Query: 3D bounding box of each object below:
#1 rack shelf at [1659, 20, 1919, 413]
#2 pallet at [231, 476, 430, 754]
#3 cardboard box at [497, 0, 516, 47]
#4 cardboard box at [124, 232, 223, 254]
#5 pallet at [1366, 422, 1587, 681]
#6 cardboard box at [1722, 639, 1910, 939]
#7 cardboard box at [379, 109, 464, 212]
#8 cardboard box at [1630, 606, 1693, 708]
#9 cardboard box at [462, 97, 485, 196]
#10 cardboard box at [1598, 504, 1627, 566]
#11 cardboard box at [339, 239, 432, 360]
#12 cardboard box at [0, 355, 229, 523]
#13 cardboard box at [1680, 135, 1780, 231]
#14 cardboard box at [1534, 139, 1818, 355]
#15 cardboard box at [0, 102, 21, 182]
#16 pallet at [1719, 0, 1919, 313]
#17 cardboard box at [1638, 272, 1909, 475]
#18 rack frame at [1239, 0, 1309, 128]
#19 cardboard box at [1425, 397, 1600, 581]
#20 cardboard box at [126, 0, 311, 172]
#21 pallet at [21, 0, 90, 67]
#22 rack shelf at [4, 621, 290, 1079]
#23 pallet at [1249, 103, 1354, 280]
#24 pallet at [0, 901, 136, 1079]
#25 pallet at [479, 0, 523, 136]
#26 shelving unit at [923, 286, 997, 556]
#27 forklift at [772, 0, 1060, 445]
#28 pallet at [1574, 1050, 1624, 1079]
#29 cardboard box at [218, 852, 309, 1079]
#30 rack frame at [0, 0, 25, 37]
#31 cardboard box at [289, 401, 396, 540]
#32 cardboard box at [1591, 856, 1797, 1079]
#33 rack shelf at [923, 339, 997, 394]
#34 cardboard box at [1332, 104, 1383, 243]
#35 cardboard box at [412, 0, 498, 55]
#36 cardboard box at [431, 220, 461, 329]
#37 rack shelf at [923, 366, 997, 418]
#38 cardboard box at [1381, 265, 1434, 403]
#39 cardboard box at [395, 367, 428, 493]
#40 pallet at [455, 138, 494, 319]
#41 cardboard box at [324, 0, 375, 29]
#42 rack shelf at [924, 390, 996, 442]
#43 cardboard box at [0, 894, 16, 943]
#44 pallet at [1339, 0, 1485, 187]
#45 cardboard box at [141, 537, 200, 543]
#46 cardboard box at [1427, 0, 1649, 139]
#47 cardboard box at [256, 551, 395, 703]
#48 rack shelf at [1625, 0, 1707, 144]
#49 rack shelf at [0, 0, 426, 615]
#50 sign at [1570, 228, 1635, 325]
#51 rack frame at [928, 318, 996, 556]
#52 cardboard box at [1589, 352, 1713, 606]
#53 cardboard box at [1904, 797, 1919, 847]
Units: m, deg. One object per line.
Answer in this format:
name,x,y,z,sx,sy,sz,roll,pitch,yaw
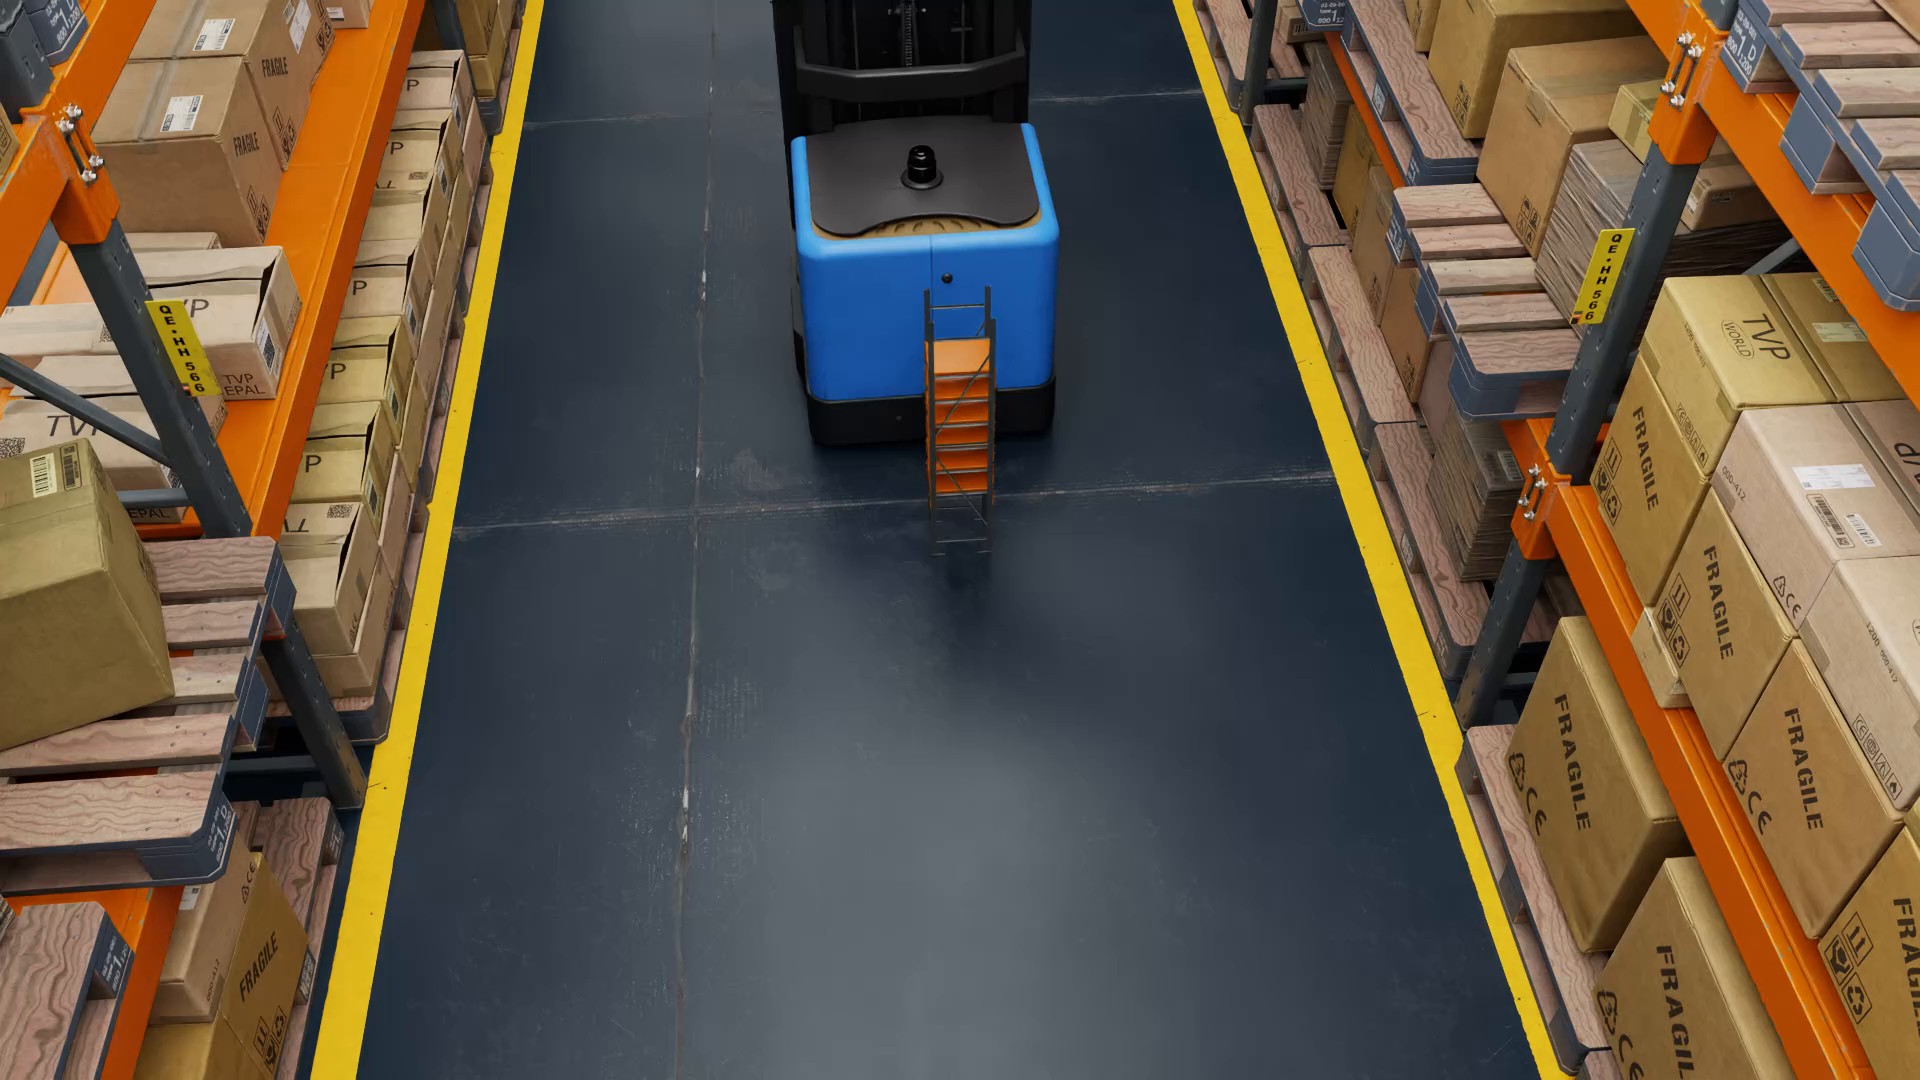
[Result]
rack shelf,2.498,0.263,2.864,1.077,0.370,4.000,-3,47,-3
pallet,-2.635,0.265,6.354,1.003,0.211,1.213,-3,47,-3
cardboard box,-2.714,-2.905,9.040,0.500,0.250,0.500,-3,47,-3
cardboard box,-2.768,-0.929,5.737,0.380,0.149,0.250,0,47,0
pallet,2.267,-0.006,6.611,1.003,0.211,1.213,-3,47,-3
cardboard box,2.191,0.562,3.864,0.500,0.500,0.500,-4,47,-3
cardboard box,-2.571,-1.730,7.541,0.500,0.311,0.500,-2,47,-2
cardboard box,2.078,0.312,4.548,0.380,0.149,0.250,-2,47,-2
cardboard box,-2.617,-1.907,8.094,0.500,0.250,0.500,-4,47,-4
cardboard box,2.127,-0.068,4.908,0.380,0.149,0.250,-4,47,-4
cardboard box,-2.493,-1.005,6.854,0.500,0.311,0.500,-4,47,-4
cardboard box,-2.592,-0.331,5.059,0.500,0.311,0.500,-1,47,-1
cardboard box,2.272,-1.056,4.866,0.380,0.149,0.250,-9,47,-8
cardboard box,2.281,-0.925,5.188,0.700,0.500,0.500,-8,47,-8
cardboard box,-2.535,-0.848,3.353,0.910,0.500,0.500,-3,47,-3
pallet,2.437,-0.904,3.604,1.213,0.211,1.003,-2,47,-1
cardboard box,2.114,-0.436,4.293,0.500,0.250,0.500,-2,47,-2
rack frame,1.996,-3.294,7.804,1.000,3.000,0.127,-3,47,-3
cardboard box,2.218,-0.209,6.301,0.700,0.500,0.500,-3,47,-3
cardboard box,-2.806,-1.724,6.248,0.500,0.500,0.500,-3,47,-3
pallet,-2.751,-1.548,4.214,1.213,0.211,1.003,-2,47,-1
rack shelf,-2.438,1.598,3.666,1.077,0.370,4.000,-3,47,-3
pallet,2.062,-1.772,8.283,1.003,0.211,1.213,-3,47,-3
pallet,-2.438,1.377,3.512,1.003,0.211,1.213,-3,47,-3
pallet,-2.965,-2.609,9.076,1.003,0.211,1.213,-3,47,-3
shelving unit,-0.001,-0.423,6.324,0.258,1.200,0.189,-3,47,-3
forklift,-0.269,-2.485,7.085,1.130,2.935,3.031,-4,47,-4
pallet,2.421,2.015,4.697,1.003,0.211,1.213,-3,47,-3
cardboard box,-2.293,1.275,4.896,0.500,0.500,0.500,-2,47,-2
rack frame,-2.605,-2.159,2.597,1.000,3.000,0.127,-3,47,-3
cardboard box,-2.409,-0.264,6.153,0.500,0.311,0.500,-5,47,-4
cardboard box,2.328,1.369,4.579,0.750,0.750,0.750,-4,47,-3
rack shelf,-0.001,-0.640,6.095,0.258,0.103,0.180,-3,47,-3
cardboard box,2.167,-1.683,7.697,0.700,0.500,0.500,-4,47,-4
cardboard box,-2.667,-2.801,8.425,0.500,0.500,0.500,-3,47,-3
cardboard box,-2.533,-1.170,7.397,0.500,0.250,0.500,-3,47,-2
rack shelf,-0.001,-0.558,6.182,0.258,0.103,0.180,-3,47,-3
cardboard box,2.221,-0.947,6.999,0.700,0.500,0.500,-4,47,-4
cardboard box,-2.449,-0.431,6.697,0.500,0.250,0.500,-5,47,-4
pallet,-2.840,-1.501,8.026,1.003,0.211,1.213,-3,47,-3
cardboard box,-2.684,-2.319,6.973,0.396,0.266,0.258,-5,47,-4
rack shelf,-0.001,-0.475,6.269,0.258,0.103,0.180,-3,47,-3
cardboard box,-2.554,0.847,3.524,0.700,0.500,0.500,4,47,4
pallet,2.124,-1.764,6.486,1.003,0.211,1.213,-3,47,-3
cardboard box,-2.895,0.148,5.762,0.500,0.311,0.500,-2,47,-2
cardboard box,2.155,-1.825,6.041,0.700,0.500,0.500,-3,47,-3
cardboard box,-2.357,0.308,5.997,0.500,0.250,0.500,-4,47,-3
rack shelf,2.163,-2.631,5.605,1.077,0.370,4.000,-3,47,-3
rack shelf,-2.773,-1.296,6.407,1.077,0.370,4.000,-3,47,-3
sign,1.791,-0.731,4.633,0.100,0.325,0.005,-3,47,-3
rack frame,0.006,-0.357,6.262,0.240,1.200,0.006,-3,47,-3
cardboard box,2.116,-0.176,4.564,0.500,0.500,0.500,-2,47,-2
cardboard box,2.252,0.662,3.253,0.500,0.250,0.500,-4,47,-4
